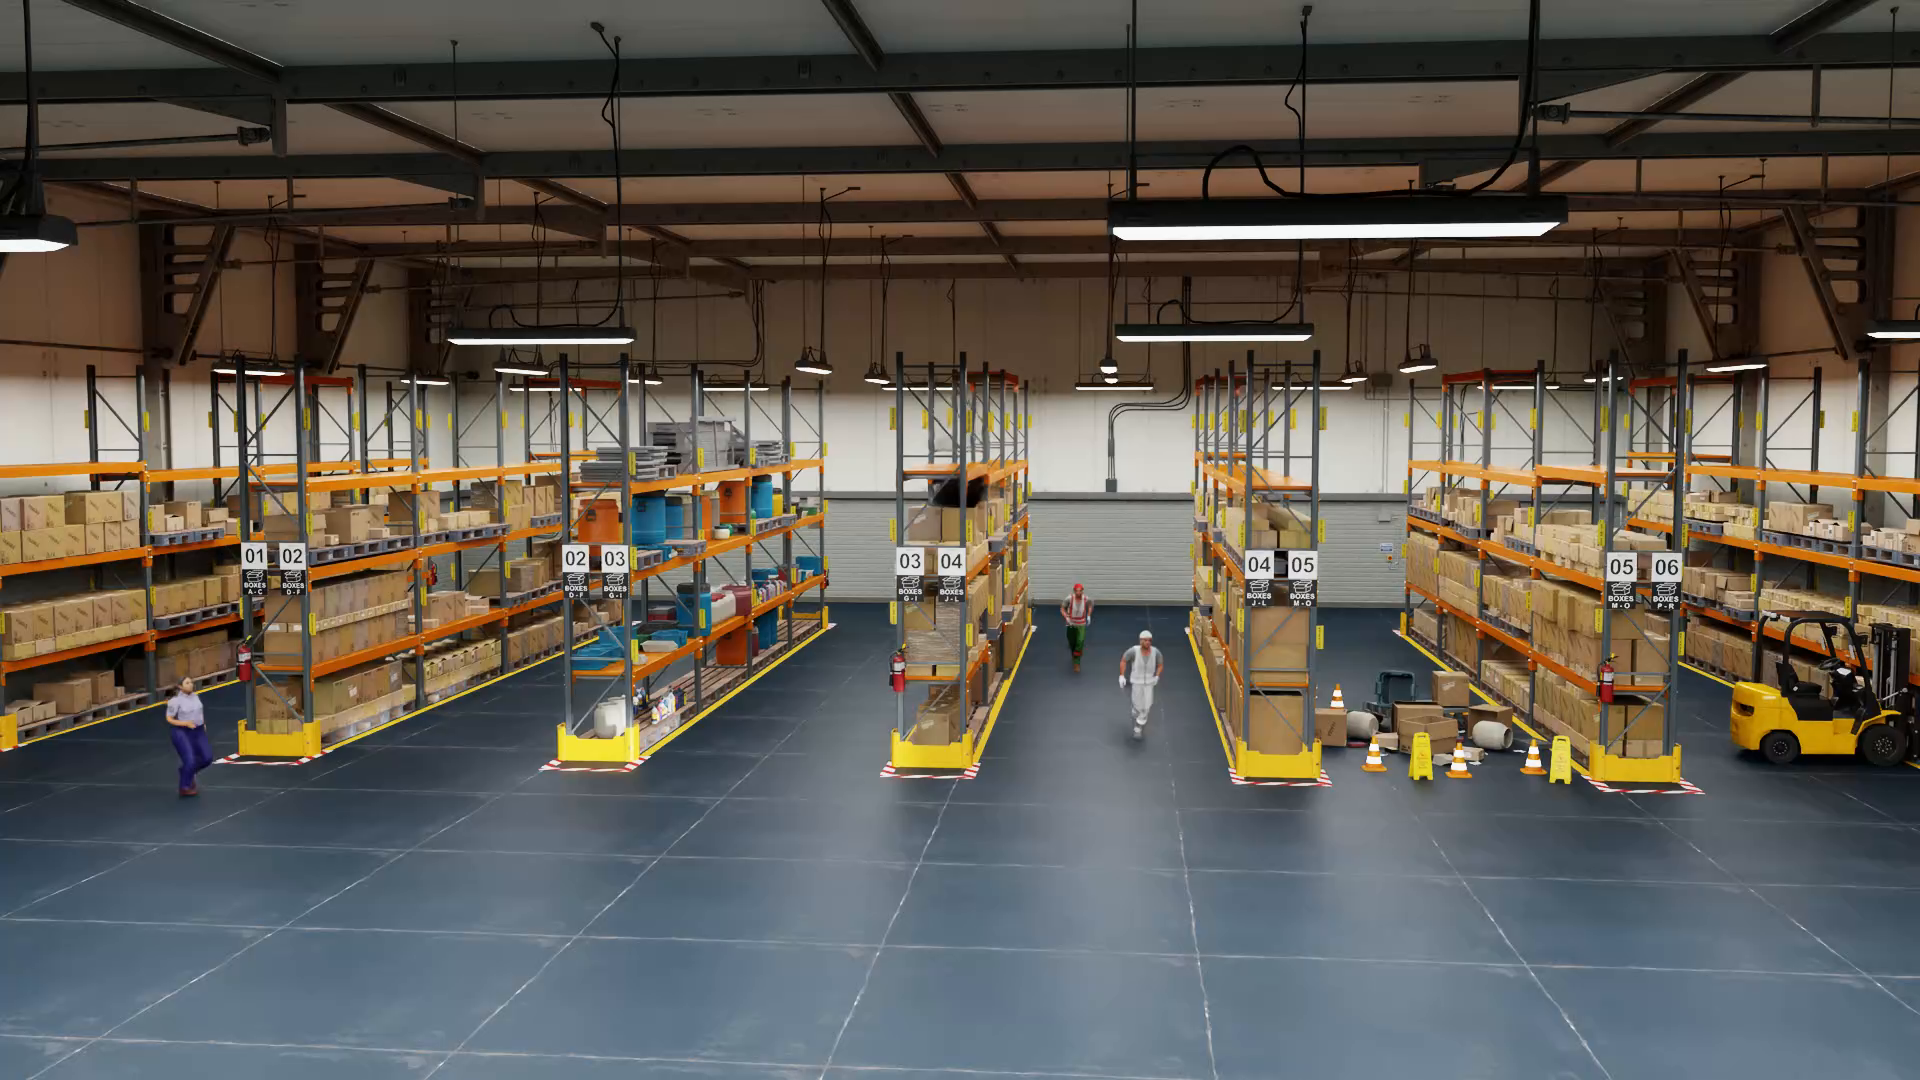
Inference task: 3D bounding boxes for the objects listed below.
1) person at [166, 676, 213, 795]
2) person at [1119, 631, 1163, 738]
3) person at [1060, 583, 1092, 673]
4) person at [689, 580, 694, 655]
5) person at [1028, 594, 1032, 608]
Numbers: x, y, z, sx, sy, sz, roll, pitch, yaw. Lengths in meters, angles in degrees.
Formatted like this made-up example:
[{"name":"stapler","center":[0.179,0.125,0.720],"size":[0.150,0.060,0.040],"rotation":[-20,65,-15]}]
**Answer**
[{"name":"person","center":[-10.311,2.615,22.293],"size":[0.559,1.597,0.599],"rotation":[2,4,24]},{"name":"person","center":[2.882,2.252,26.272],"size":[0.674,1.672,0.575],"rotation":[-1,4,-9]},{"name":"person","center":[2.359,1.736,33.706],"size":[0.658,1.770,1.113],"rotation":[0,4,1]},{"name":"person","center":[-5.706,1.663,36.026],"size":[0.623,1.649,0.744],"rotation":[0,4,6]},{"name":"person","center":[1.463,1.218,41.034],"size":[0.581,1.748,0.686],"rotation":[2,4,22]}]
